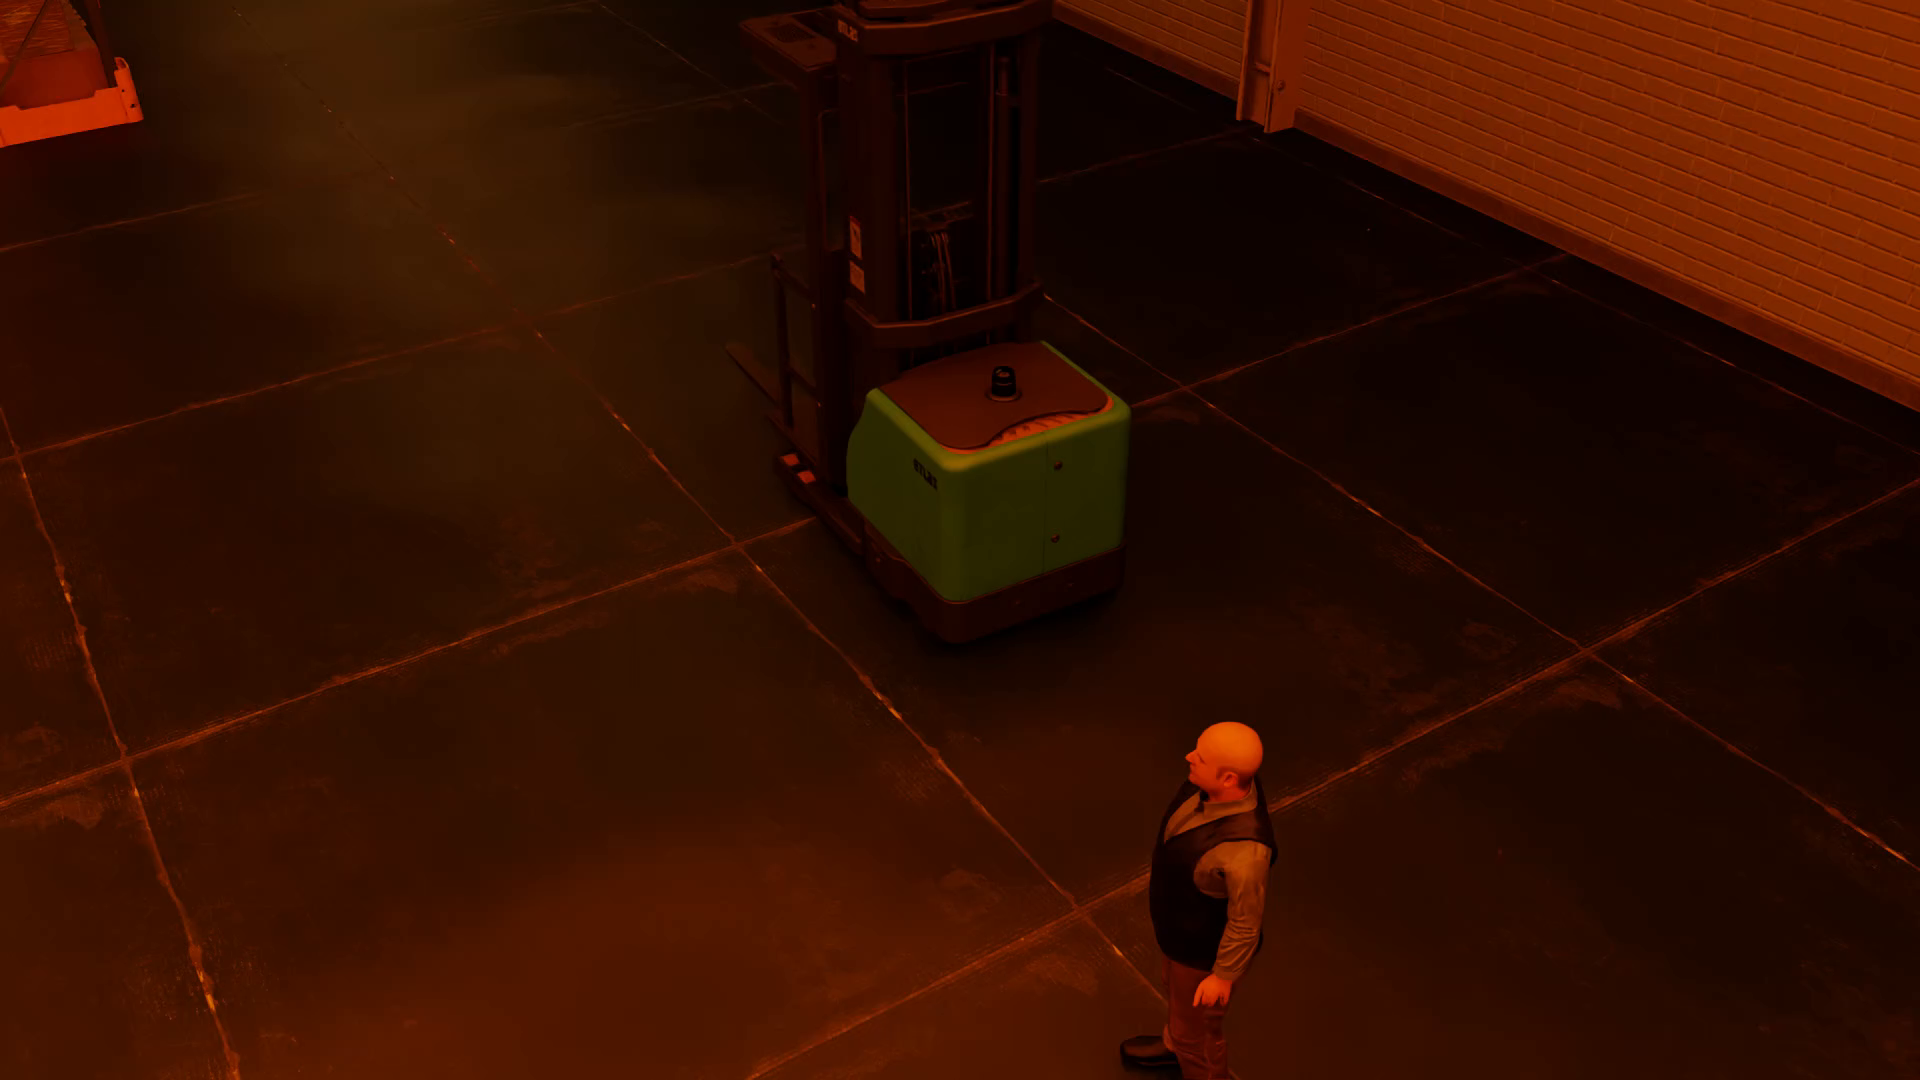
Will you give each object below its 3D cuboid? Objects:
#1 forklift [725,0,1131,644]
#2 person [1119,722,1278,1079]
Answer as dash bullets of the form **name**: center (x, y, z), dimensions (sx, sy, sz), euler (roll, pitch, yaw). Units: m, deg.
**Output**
- **forklift**: center (-0.361, -1.530, 8.325), dimensions (1.130, 2.935, 3.031), euler (-19, 39, -24)
- **person**: center (0.776, 1.261, 5.406), dimensions (0.372, 1.725, 0.550), euler (-2, 35, -3)
